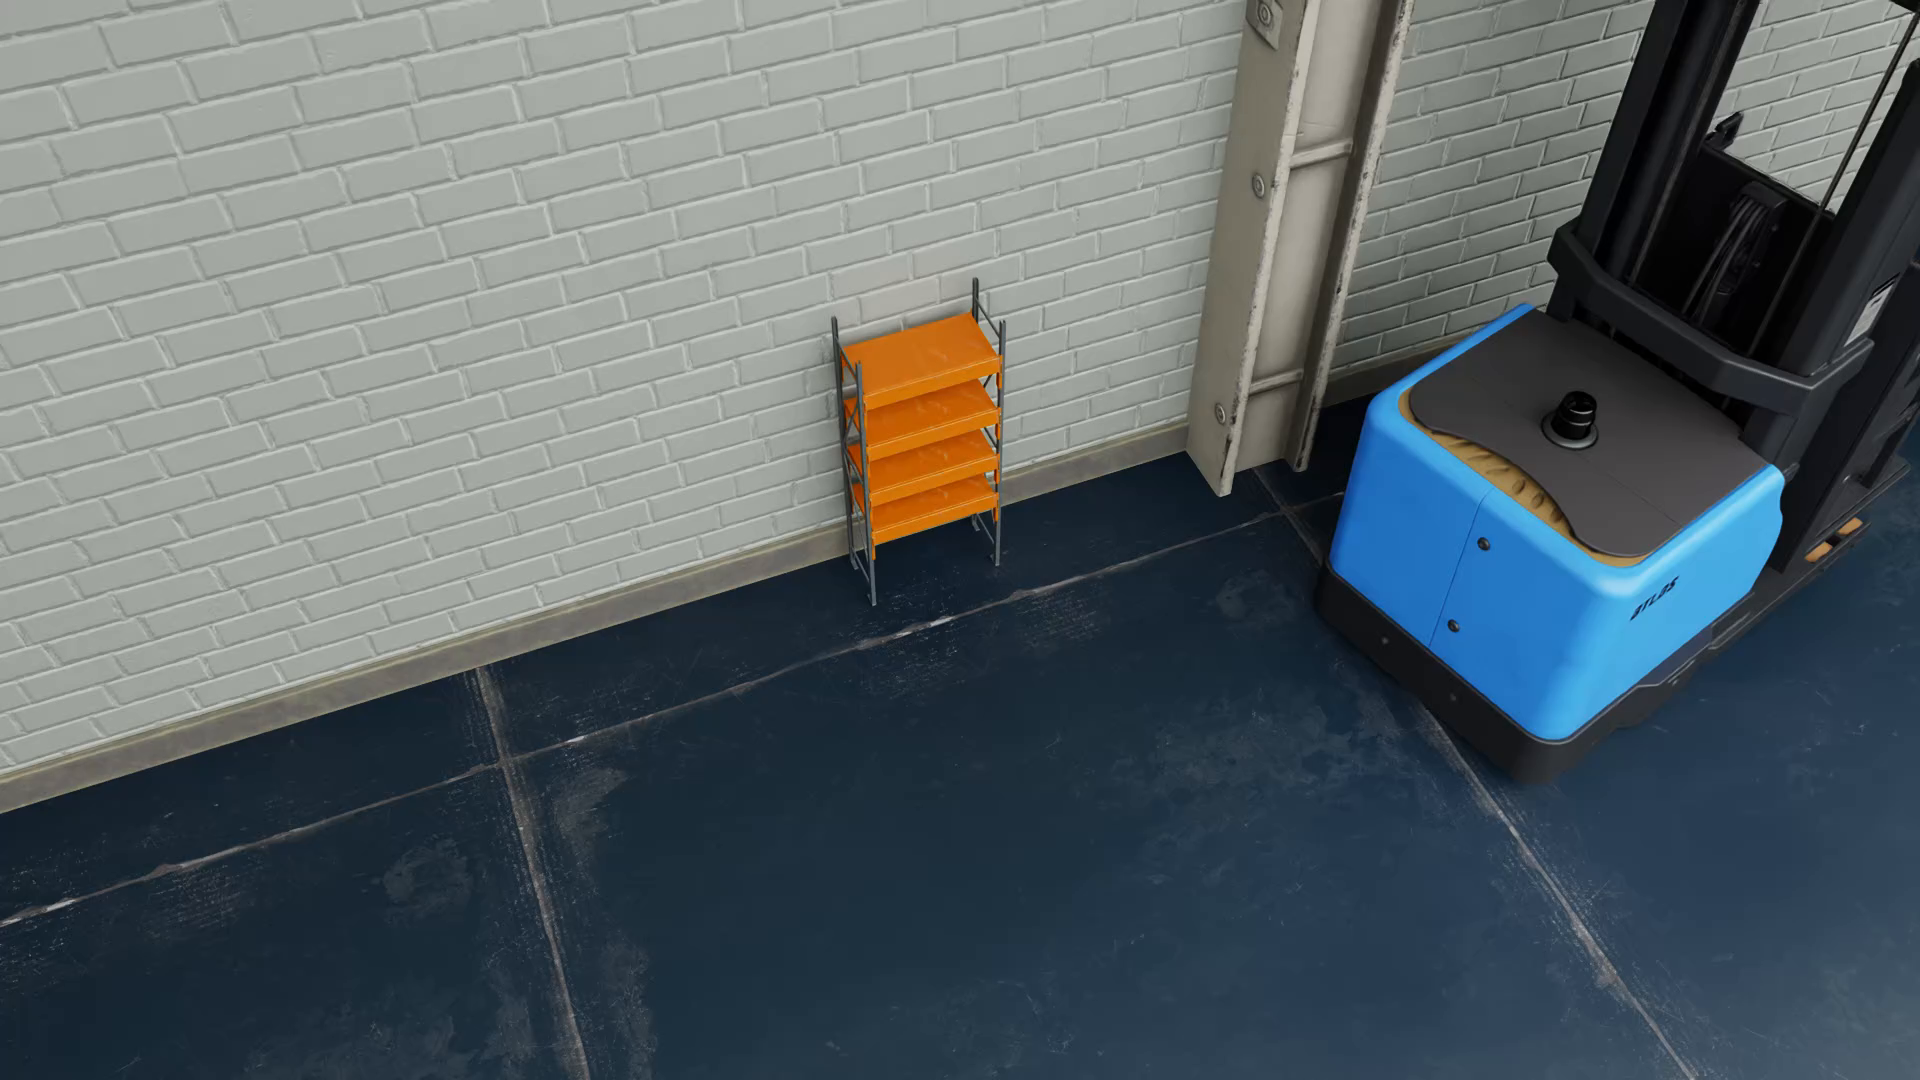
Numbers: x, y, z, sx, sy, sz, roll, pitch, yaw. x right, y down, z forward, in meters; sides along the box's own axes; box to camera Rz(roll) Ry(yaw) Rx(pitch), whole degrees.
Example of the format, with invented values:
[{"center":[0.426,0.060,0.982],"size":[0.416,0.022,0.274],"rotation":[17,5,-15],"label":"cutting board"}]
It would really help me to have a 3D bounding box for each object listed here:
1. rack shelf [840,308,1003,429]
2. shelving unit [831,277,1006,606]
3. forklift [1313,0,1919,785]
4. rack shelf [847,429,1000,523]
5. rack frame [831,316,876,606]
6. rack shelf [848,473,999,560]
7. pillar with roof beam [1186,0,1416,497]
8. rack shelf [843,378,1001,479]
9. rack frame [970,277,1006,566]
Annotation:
[{"center":[-0.132,-0.563,5.424],"size":[0.480,0.148,0.258],"rotation":[-18,52,-15],"label":"rack shelf"},{"center":[-0.132,-0.307,5.722],"size":[0.503,1.200,0.258],"rotation":[-18,52,-15],"label":"shelving unit"},{"center":[2.740,-1.092,5.255],"size":[3.031,2.935,1.130],"rotation":[-31,56,-24],"label":"forklift"},{"center":[-0.132,-0.263,5.773],"size":[0.480,0.148,0.258],"rotation":[-18,52,-15],"label":"rack shelf"},{"center":[-0.357,-0.235,5.661],"size":[0.015,1.200,0.240],"rotation":[-18,52,-15],"label":"rack frame"},{"center":[-0.132,-0.134,5.924],"size":[0.480,0.148,0.258],"rotation":[-18,52,-15],"label":"rack shelf"},{"center":[2.747,-0.238,0.523],"size":[0.400,9.000,9.100],"rotation":[-17,52,-14],"label":"pillar with roof beam"},{"center":[-0.132,-0.409,5.604],"size":[0.480,0.148,0.258],"rotation":[-18,52,-15],"label":"rack shelf"},{"center":[0.093,-0.378,5.784],"size":[0.015,1.200,0.240],"rotation":[-18,52,-15],"label":"rack frame"}]
